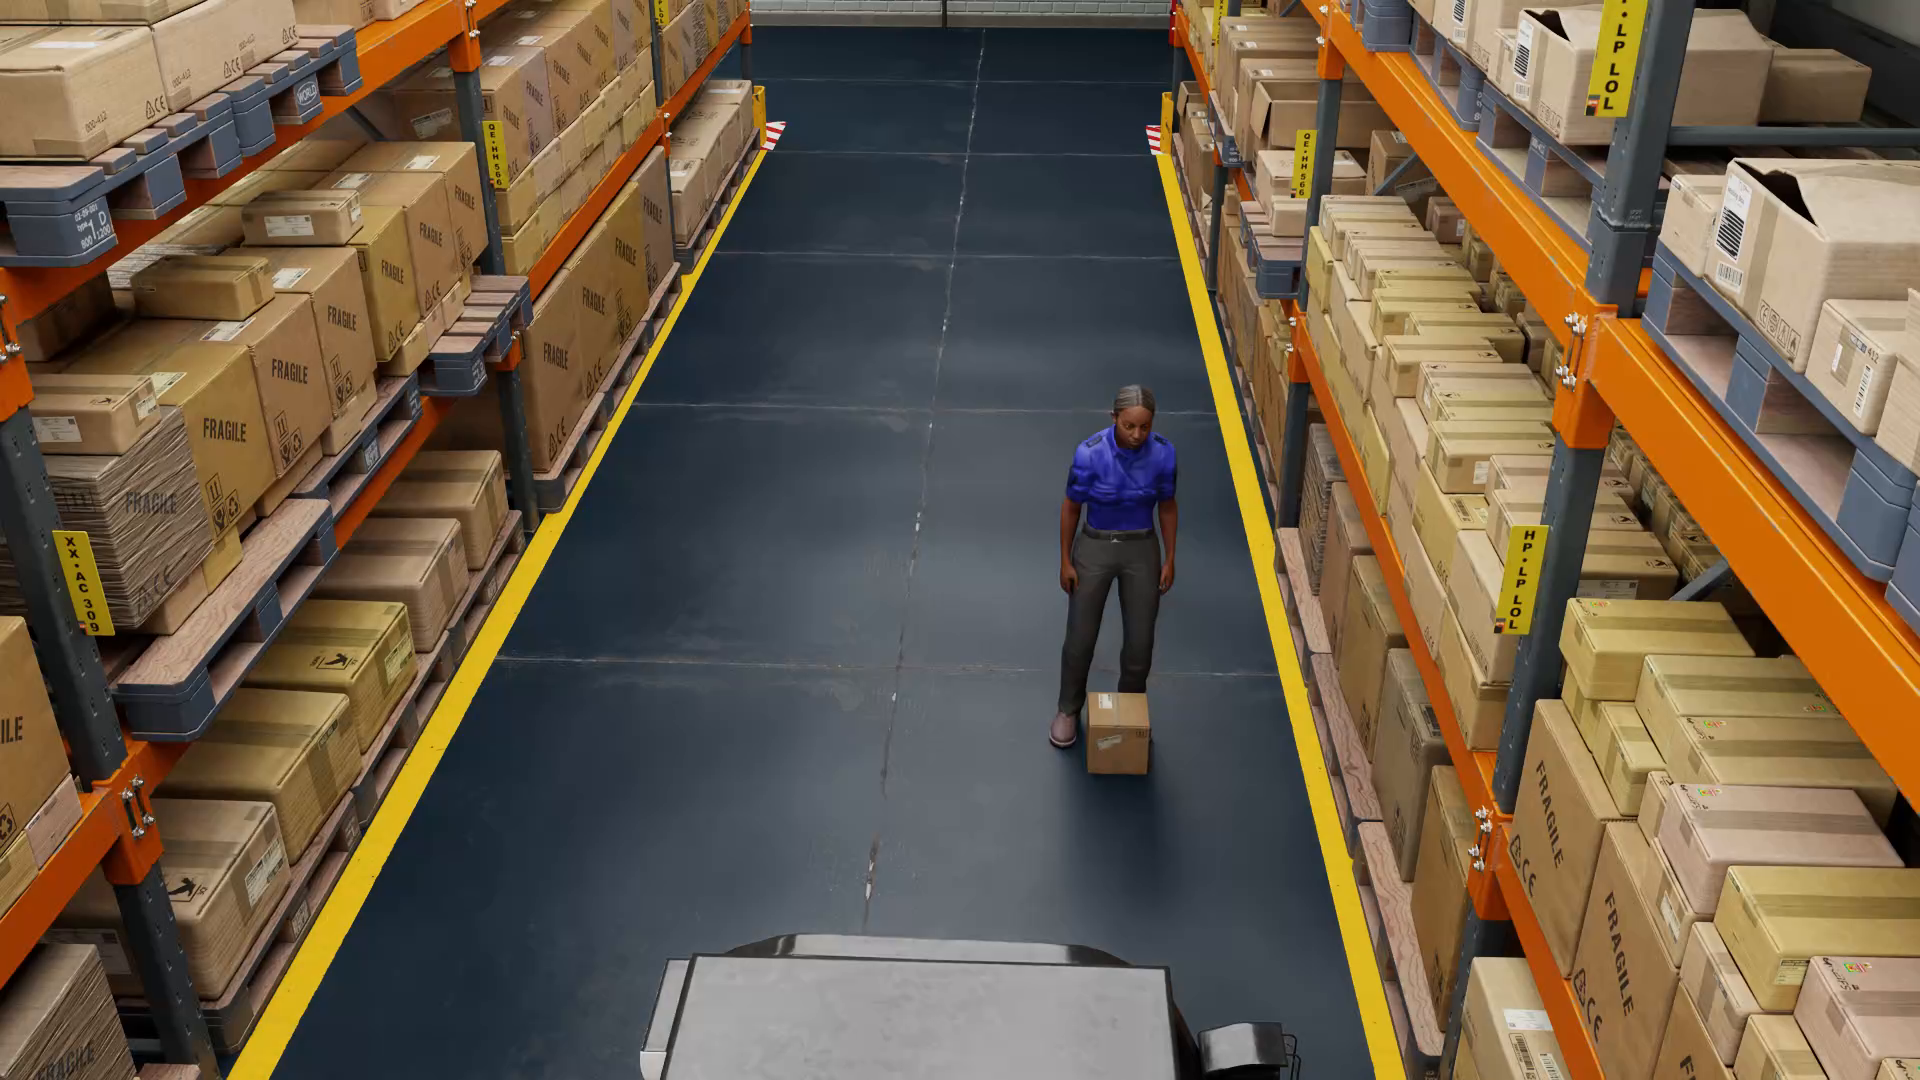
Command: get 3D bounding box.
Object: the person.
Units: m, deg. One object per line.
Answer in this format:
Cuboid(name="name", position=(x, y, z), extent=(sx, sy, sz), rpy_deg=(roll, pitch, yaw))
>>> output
Cuboid(name="person", position=(0.641, 0.094, 6.950), extent=(0.532, 1.656, 0.345), rpy_deg=(-1, 28, -2))
